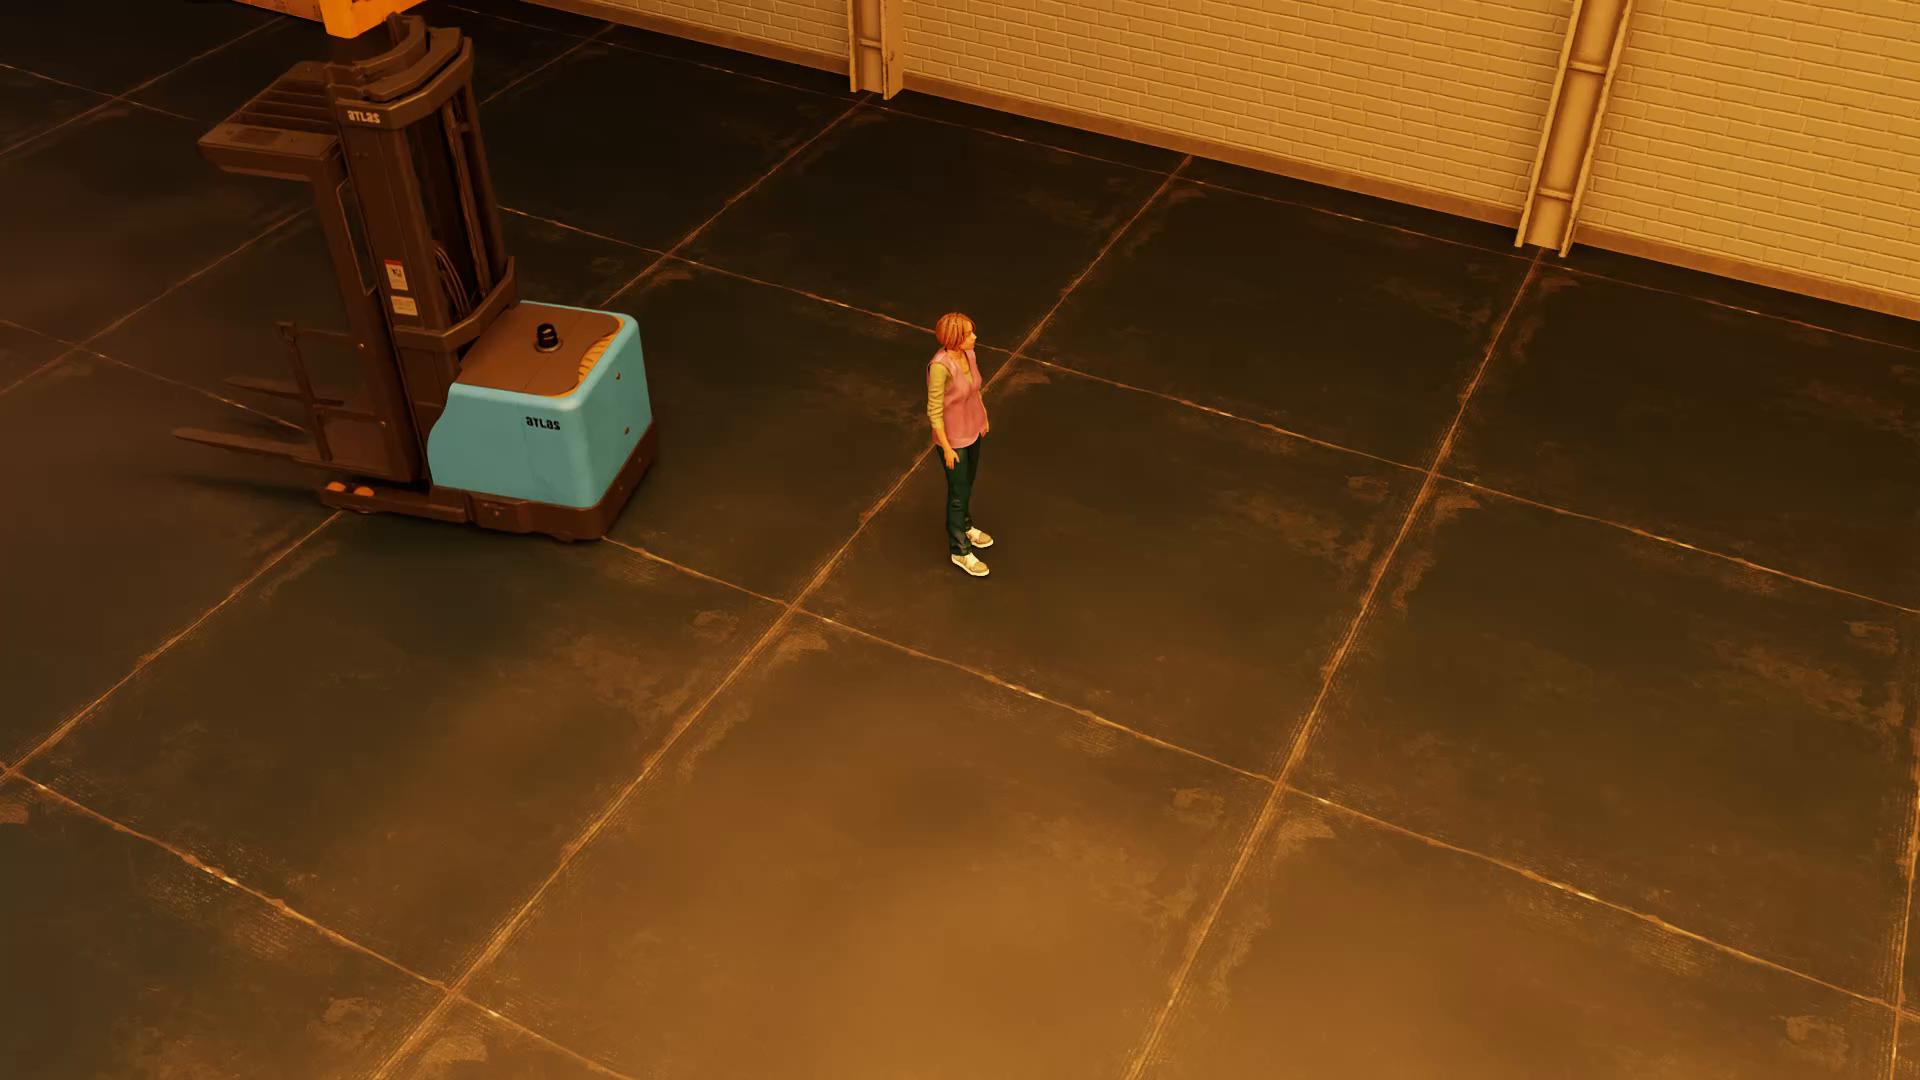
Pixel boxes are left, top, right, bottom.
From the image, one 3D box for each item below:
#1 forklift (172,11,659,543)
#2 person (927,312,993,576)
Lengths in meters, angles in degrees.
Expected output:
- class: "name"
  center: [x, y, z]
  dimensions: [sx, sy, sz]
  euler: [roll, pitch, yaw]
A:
- class: "forklift"
  center: [-3.540, -1.611, 9.899]
  dimensions: [3.031, 2.935, 1.130]
  euler: [9, 41, 10]
- class: "person"
  center: [0.060, -0.586, 9.706]
  dimensions: [0.473, 1.599, 0.520]
  euler: [18, 43, 21]
